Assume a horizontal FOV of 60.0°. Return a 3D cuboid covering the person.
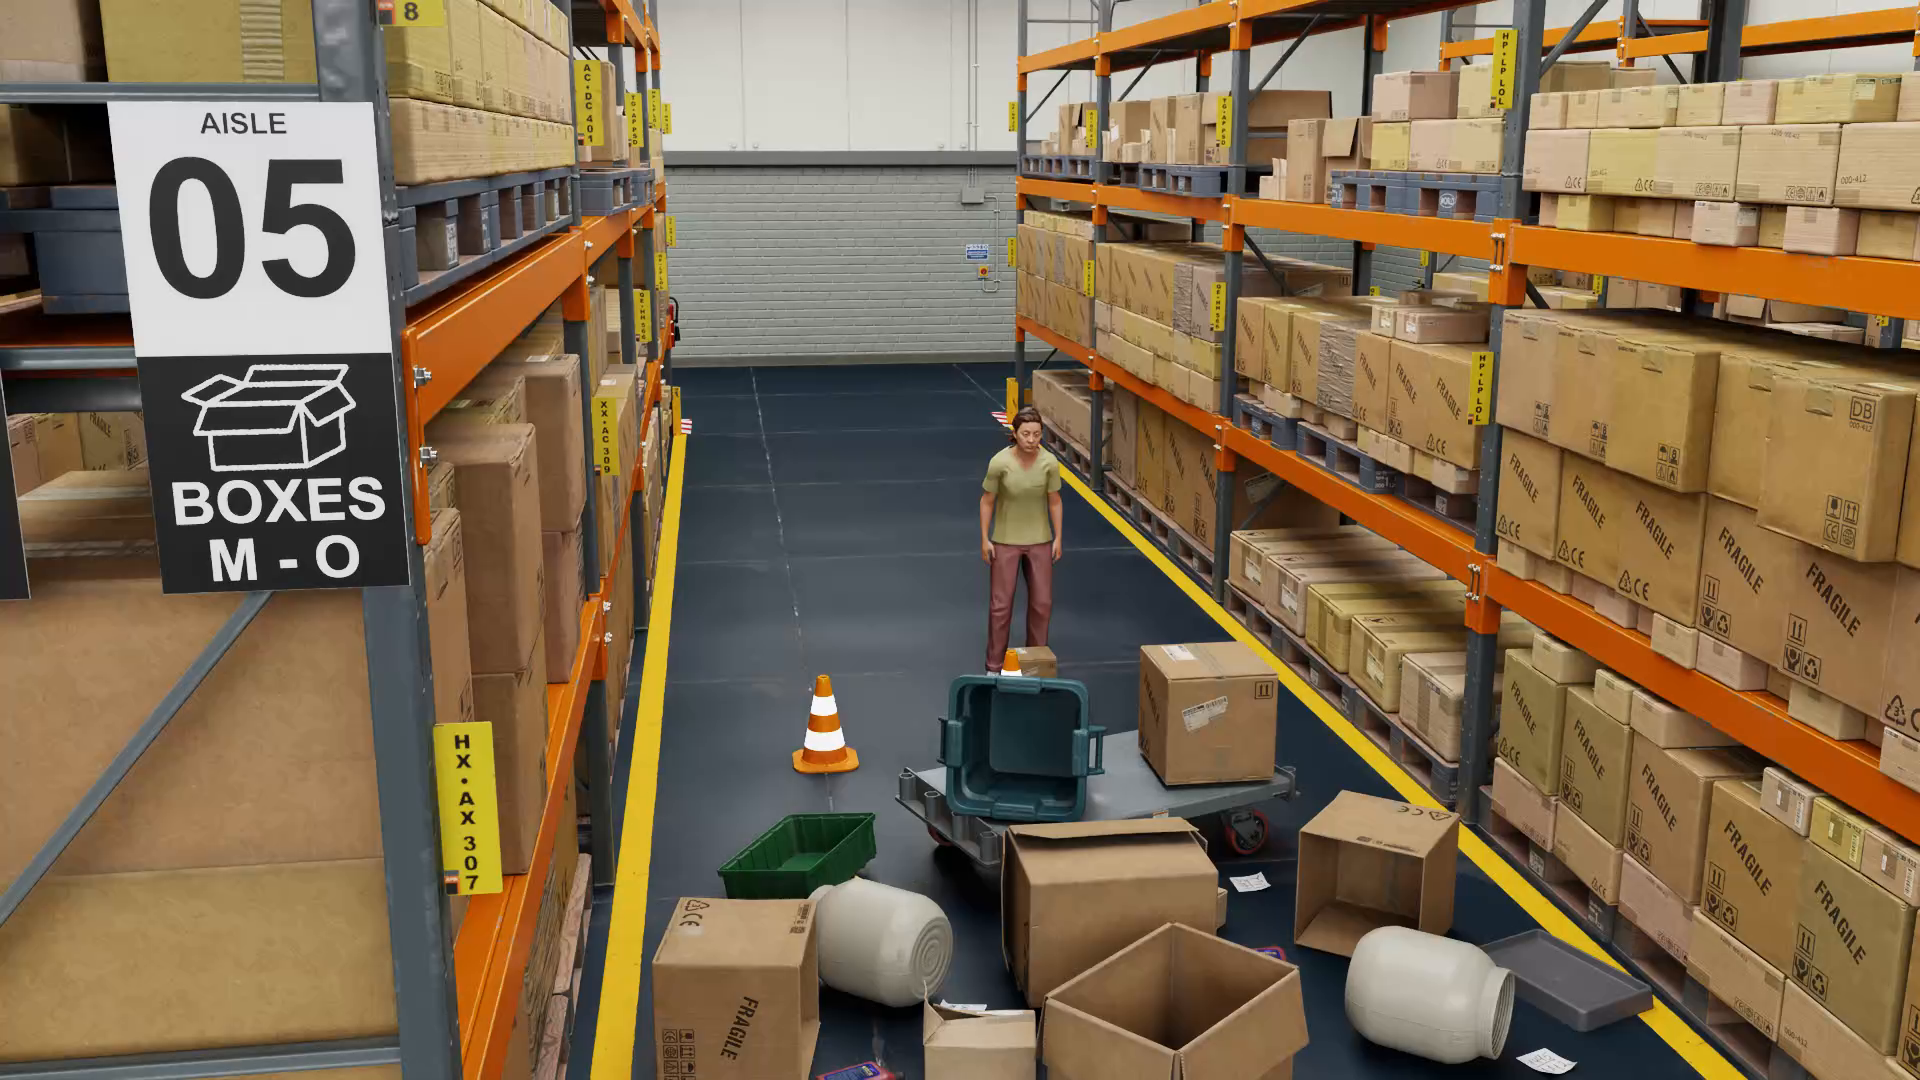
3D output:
[{"bbox_3d":[0.371,0.036,9.837,0.498,1.672,0.360,-2,13,-8],"label":"person"}]
